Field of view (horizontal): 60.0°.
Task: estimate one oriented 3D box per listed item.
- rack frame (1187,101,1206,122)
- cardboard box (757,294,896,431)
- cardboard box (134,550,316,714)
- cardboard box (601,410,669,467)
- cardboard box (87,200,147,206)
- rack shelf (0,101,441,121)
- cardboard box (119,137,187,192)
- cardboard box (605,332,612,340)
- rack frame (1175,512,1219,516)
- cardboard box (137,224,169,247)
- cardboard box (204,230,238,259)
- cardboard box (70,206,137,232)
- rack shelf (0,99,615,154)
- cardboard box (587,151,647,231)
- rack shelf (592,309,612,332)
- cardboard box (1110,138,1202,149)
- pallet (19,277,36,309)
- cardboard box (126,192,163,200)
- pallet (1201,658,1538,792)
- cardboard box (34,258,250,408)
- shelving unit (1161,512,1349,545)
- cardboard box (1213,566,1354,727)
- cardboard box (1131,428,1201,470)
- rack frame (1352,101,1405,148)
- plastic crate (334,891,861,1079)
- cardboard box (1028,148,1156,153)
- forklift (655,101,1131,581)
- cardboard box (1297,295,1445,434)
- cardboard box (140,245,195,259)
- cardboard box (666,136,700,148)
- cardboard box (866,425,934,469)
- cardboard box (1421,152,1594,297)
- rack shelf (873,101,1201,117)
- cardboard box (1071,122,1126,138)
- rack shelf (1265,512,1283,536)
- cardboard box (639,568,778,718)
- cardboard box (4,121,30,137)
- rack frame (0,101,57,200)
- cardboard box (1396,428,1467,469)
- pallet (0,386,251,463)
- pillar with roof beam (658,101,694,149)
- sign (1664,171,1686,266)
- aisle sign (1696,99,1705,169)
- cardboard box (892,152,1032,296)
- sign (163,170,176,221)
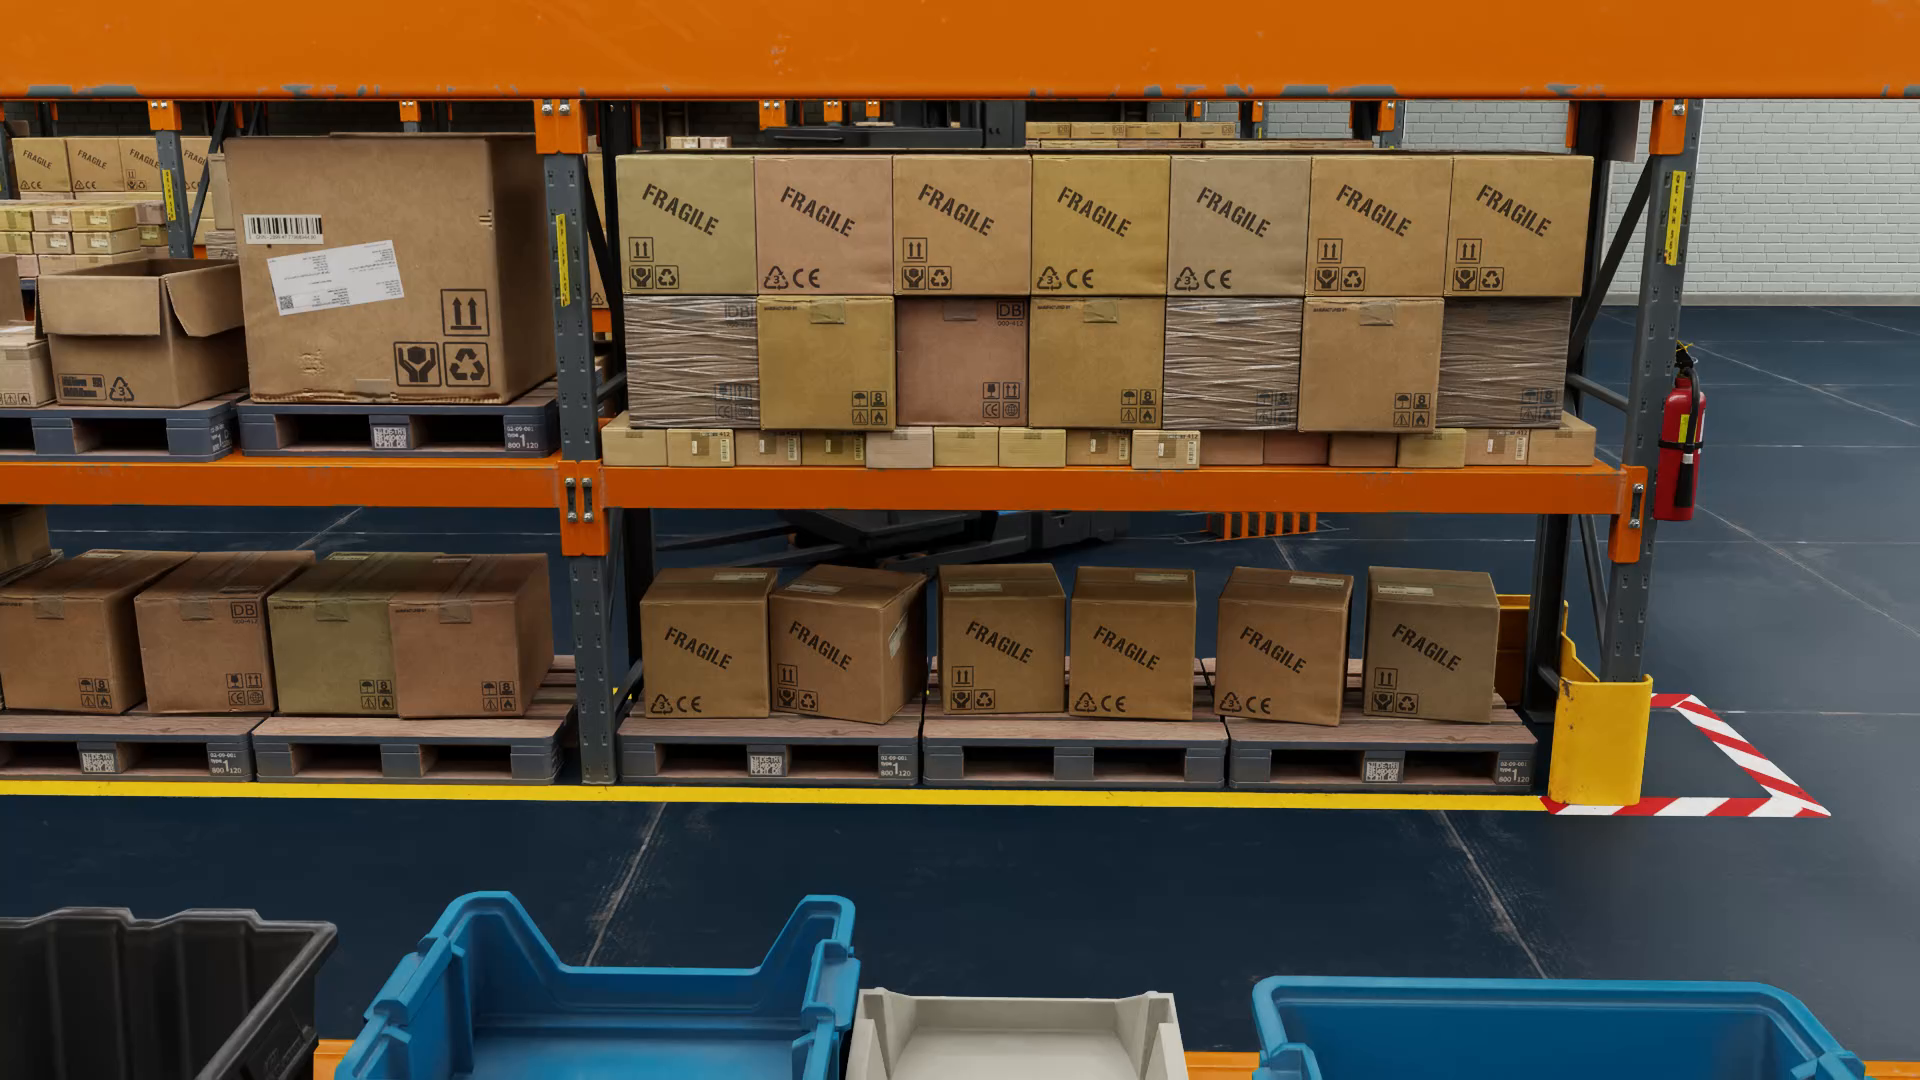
[{"bbox_3d":[2.945,-4.363,20.999,0.127,3.000,1.000,0,15,1],"label":"rack frame"},{"bbox_3d":[-0.483,-0.758,6.552,0.500,0.500,0.875,0,15,1],"label":"cardboard box"},{"bbox_3d":[-3.079,0.379,7.062,0.500,0.500,0.700,-1,15,-3],"label":"cardboard box"},{"bbox_3d":[-1.223,-0.397,6.456,0.250,0.149,0.380,0,15,1],"label":"cardboard box"},{"bbox_3d":[-5.927,-2.309,11.716,0.250,0.149,0.380,0,15,0],"label":"cardboard box"},{"bbox_3d":[-7.175,-4.265,16.157,4.000,0.370,1.077,0,15,1],"label":"rack shelf"},{"bbox_3d":[-7.731,-3.631,16.067,0.500,0.500,0.500,0,15,0],"label":"cardboard box"},{"bbox_3d":[-3.115,-2.067,16.621,0.625,0.372,0.950,1,15,3],"label":"cardboard box"},{"bbox_3d":[1.869,-0.227,10.462,1.200,0.006,0.240,-5,16,-18],"label":"rack frame"},{"bbox_3d":[-5.679,-2.166,11.757,0.250,0.149,0.380,1,15,4],"label":"cardboard box"},{"bbox_3d":[-4.759,-1.863,11.326,0.500,0.500,0.500,1,15,2],"label":"cardboard box"},{"bbox_3d":[-5.703,-2.142,11.082,0.250,0.149,0.380,0,15,-1],"label":"cardboard box"},{"bbox_3d":[-3.429,-1.712,6.479,4.000,0.370,1.077,0,15,1],"label":"rack shelf"},{"bbox_3d":[-2.213,-2.397,11.389,0.500,0.500,0.700,0,15,0],"label":"cardboard box"},{"bbox_3d":[-3.201,-1.526,11.653,4.000,0.370,1.077,0,15,1],"label":"rack shelf"},{"bbox_3d":[1.318,-2.460,11.373,0.550,0.550,0.875,0,15,1],"label":"cardboard box"},{"bbox_3d":[-5.916,-1.771,11.550,1.003,0.211,1.213,0,15,1],"label":"pallet"},{"bbox_3d":[-7.716,-3.264,16.145,0.500,0.250,0.500,1,15,2],"label":"cardboard box"},{"bbox_3d":[1.682,0.763,7.033,1.213,0.211,1.003,0,15,1],"label":"pallet"},{"bbox_3d":[-3.165,-0.837,6.607,0.637,0.503,0.797,2,15,7],"label":"cardboard box"},{"bbox_3d":[1.869,-0.138,10.485,1.200,0.189,0.258,-5,16,-18],"label":"shelving unit"},{"bbox_3d":[1.347,0.432,6.900,0.500,0.500,0.500,4,15,16],"label":"cardboard box"},{"bbox_3d":[0.777,-0.381,6.397,0.250,0.149,0.380,0,15,1],"label":"cardboard box"},{"bbox_3d":[2.797,-1.835,11.413,0.127,3.000,1.000,0,15,1],"label":"rack frame"},{"bbox_3d":[-0.443,0.677,2.187,0.616,0.251,0.499,0,15,1],"label":"plastic crate"},{"bbox_3d":[0.527,-1.329,6.757,0.500,0.500,0.500,0,15,1],"label":"cardboard box"},{"bbox_3d":[-0.440,-1.300,9.523,3.031,2.935,1.130,-10,18,-34],"label":"forklift"},{"bbox_3d":[1.517,-0.746,6.507,0.500,0.500,0.875,0,15,1],"label":"cardboard box"},{"bbox_3d":[-5.643,-2.023,11.796,0.250,0.149,0.380,0,15,1],"label":"cardboard box"},{"bbox_3d":[-2.726,-3.907,16.393,0.250,0.149,0.380,1,15,5],"label":"cardboard box"},{"bbox_3d":[-0.223,-0.386,6.415,0.250,0.149,0.380,0,15,1],"label":"cardboard box"},{"bbox_3d":[2.013,-1.186,6.218,0.500,0.500,0.500,0,15,1],"label":"cardboard box"},{"bbox_3d":[0.946,-5.479,20.757,4.000,0.370,1.077,0,15,1],"label":"rack shelf"},{"bbox_3d":[1.288,-3.703,15.757,0.500,0.500,0.700,0,15,1],"label":"cardboard box"},{"bbox_3d":[1.941,-0.145,10.508,0.103,0.180,0.258,-5,16,-18],"label":"rack shelf"},{"bbox_3d":[-1.031,0.422,6.937,0.500,0.500,0.500,0,15,0],"label":"cardboard box"},{"bbox_3d":[-9.483,-4.089,16.532,0.250,0.149,0.380,0,15,1],"label":"cardboard box"},{"bbox_3d":[-9.174,-3.176,16.497,0.127,3.000,1.000,0,15,1],"label":"rack frame"},{"bbox_3d":[1.778,-0.388,6.424,0.250,0.149,0.380,0,15,1],"label":"cardboard box"},{"bbox_3d":[-3.449,-0.527,6.834,1.213,0.211,1.003,0,15,1],"label":"pallet"},{"bbox_3d":[-3.836,-6.440,17.109,0.400,9.000,9.100,0,15,1],"label":"pillar with roof beam"},{"bbox_3d":[2.535,-1.142,5.898,0.005,0.325,0.100,0,15,1],"label":"sign"},{"bbox_3d":[2.623,-1.750,5.998,0.004,0.787,0.394,0,15,1],"label":"aisle sign"},{"bbox_3d":[0.013,-1.198,6.261,0.500,0.500,0.500,0,15,1],"label":"cardboard box"},{"bbox_3d":[-5.205,-2.270,10.949,0.005,0.325,0.100,0,15,1],"label":"sign"}]
